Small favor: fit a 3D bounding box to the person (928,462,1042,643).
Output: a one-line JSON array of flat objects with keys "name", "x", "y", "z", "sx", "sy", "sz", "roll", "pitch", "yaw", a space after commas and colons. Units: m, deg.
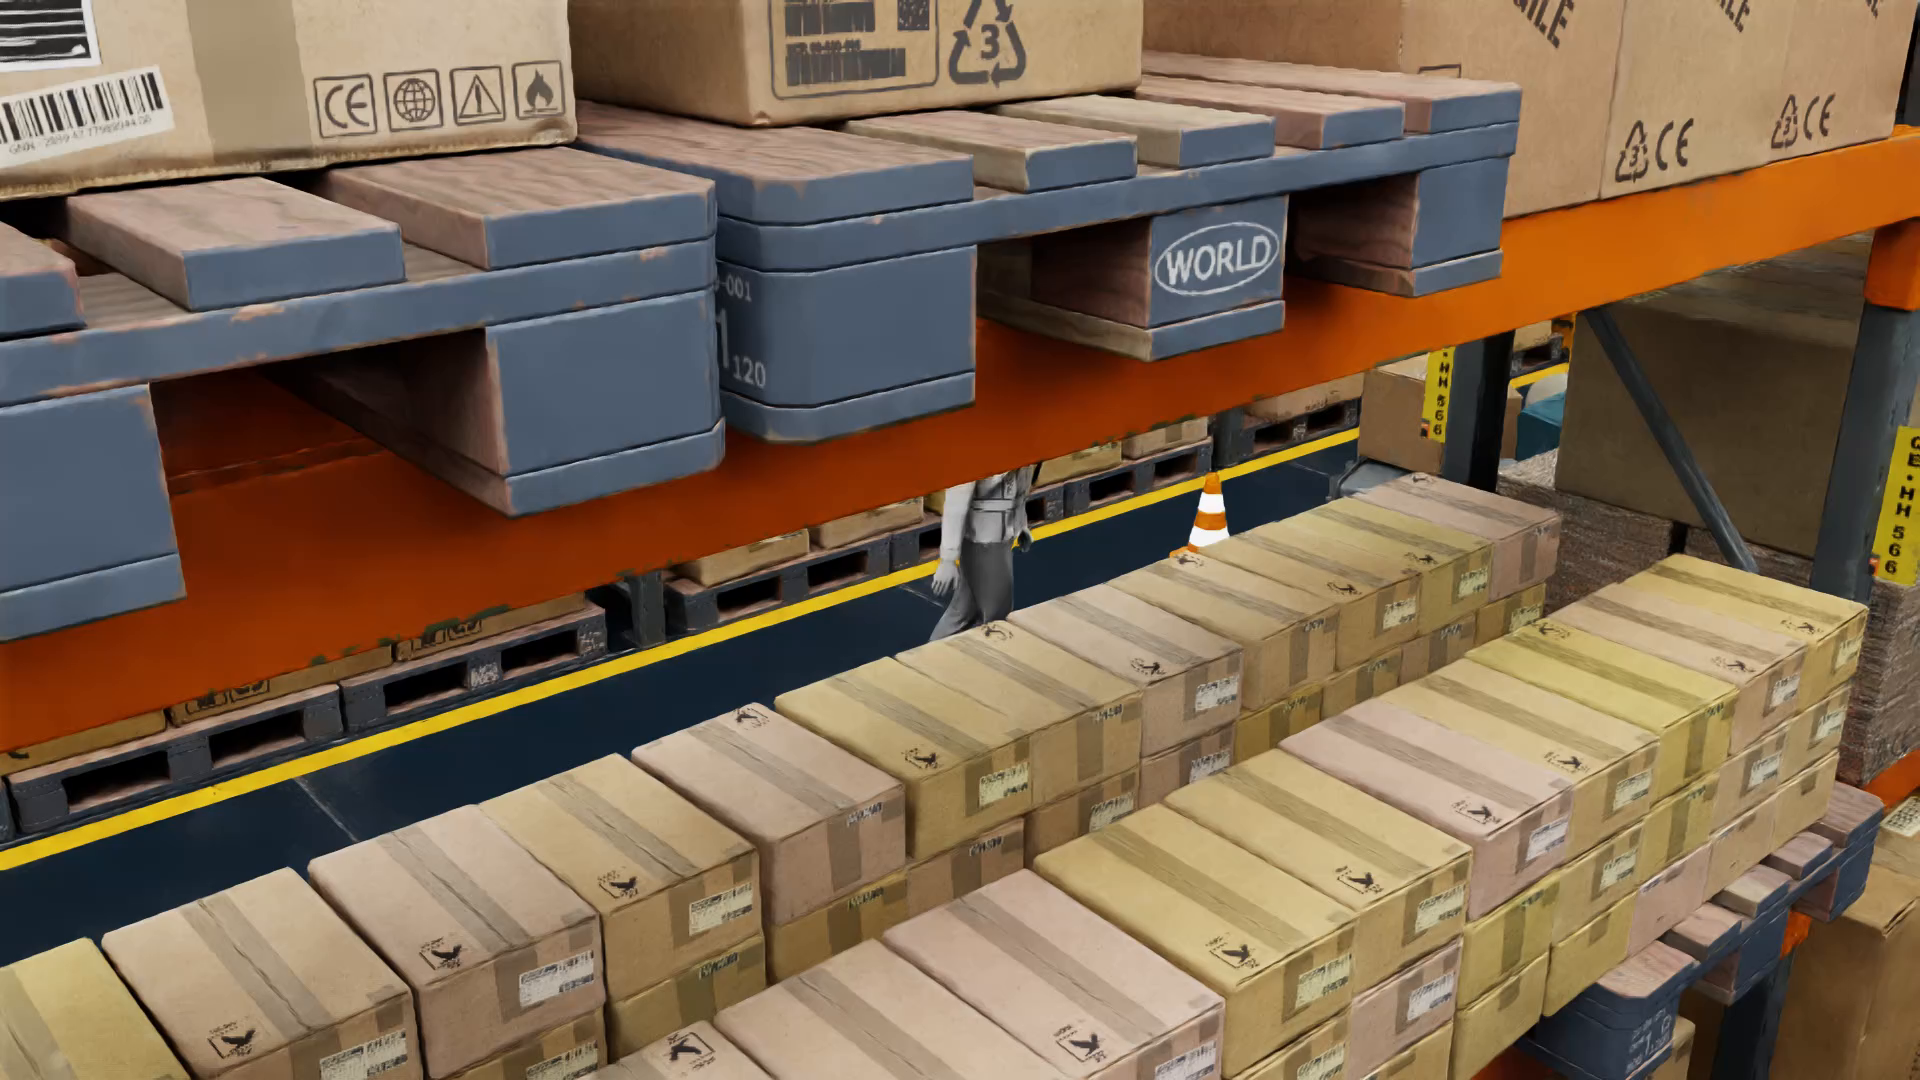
[{"name": "person", "x": 0.091, "y": -0.007, "z": 6.579, "sx": 0.614, "sy": 1.671, "sz": 0.589, "roll": 5, "pitch": 22, "yaw": 13}]
